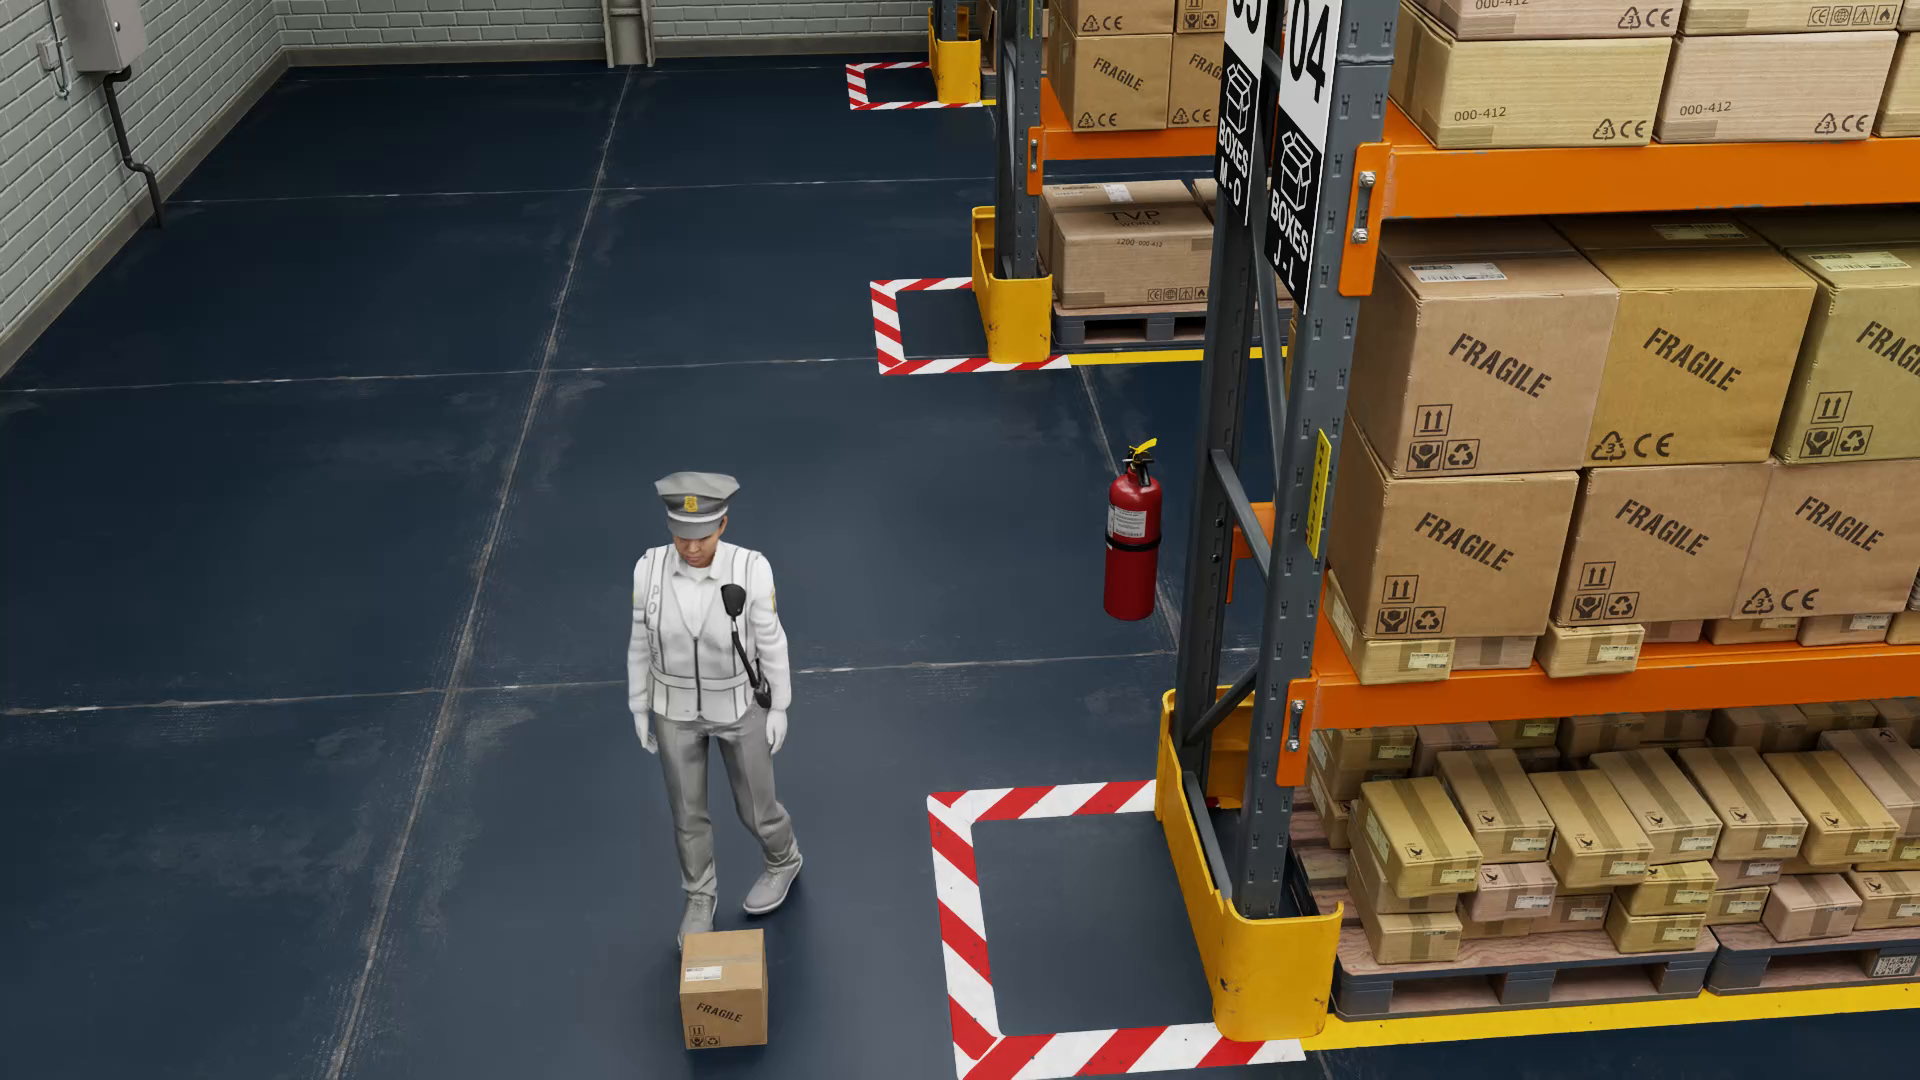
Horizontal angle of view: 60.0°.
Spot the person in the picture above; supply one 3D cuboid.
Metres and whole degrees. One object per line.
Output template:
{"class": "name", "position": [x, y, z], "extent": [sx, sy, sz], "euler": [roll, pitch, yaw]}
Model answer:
{"class": "person", "position": [-0.789, 0.543, 5.209], "extent": [0.507, 1.675, 0.453], "euler": [1, 31, 2]}
